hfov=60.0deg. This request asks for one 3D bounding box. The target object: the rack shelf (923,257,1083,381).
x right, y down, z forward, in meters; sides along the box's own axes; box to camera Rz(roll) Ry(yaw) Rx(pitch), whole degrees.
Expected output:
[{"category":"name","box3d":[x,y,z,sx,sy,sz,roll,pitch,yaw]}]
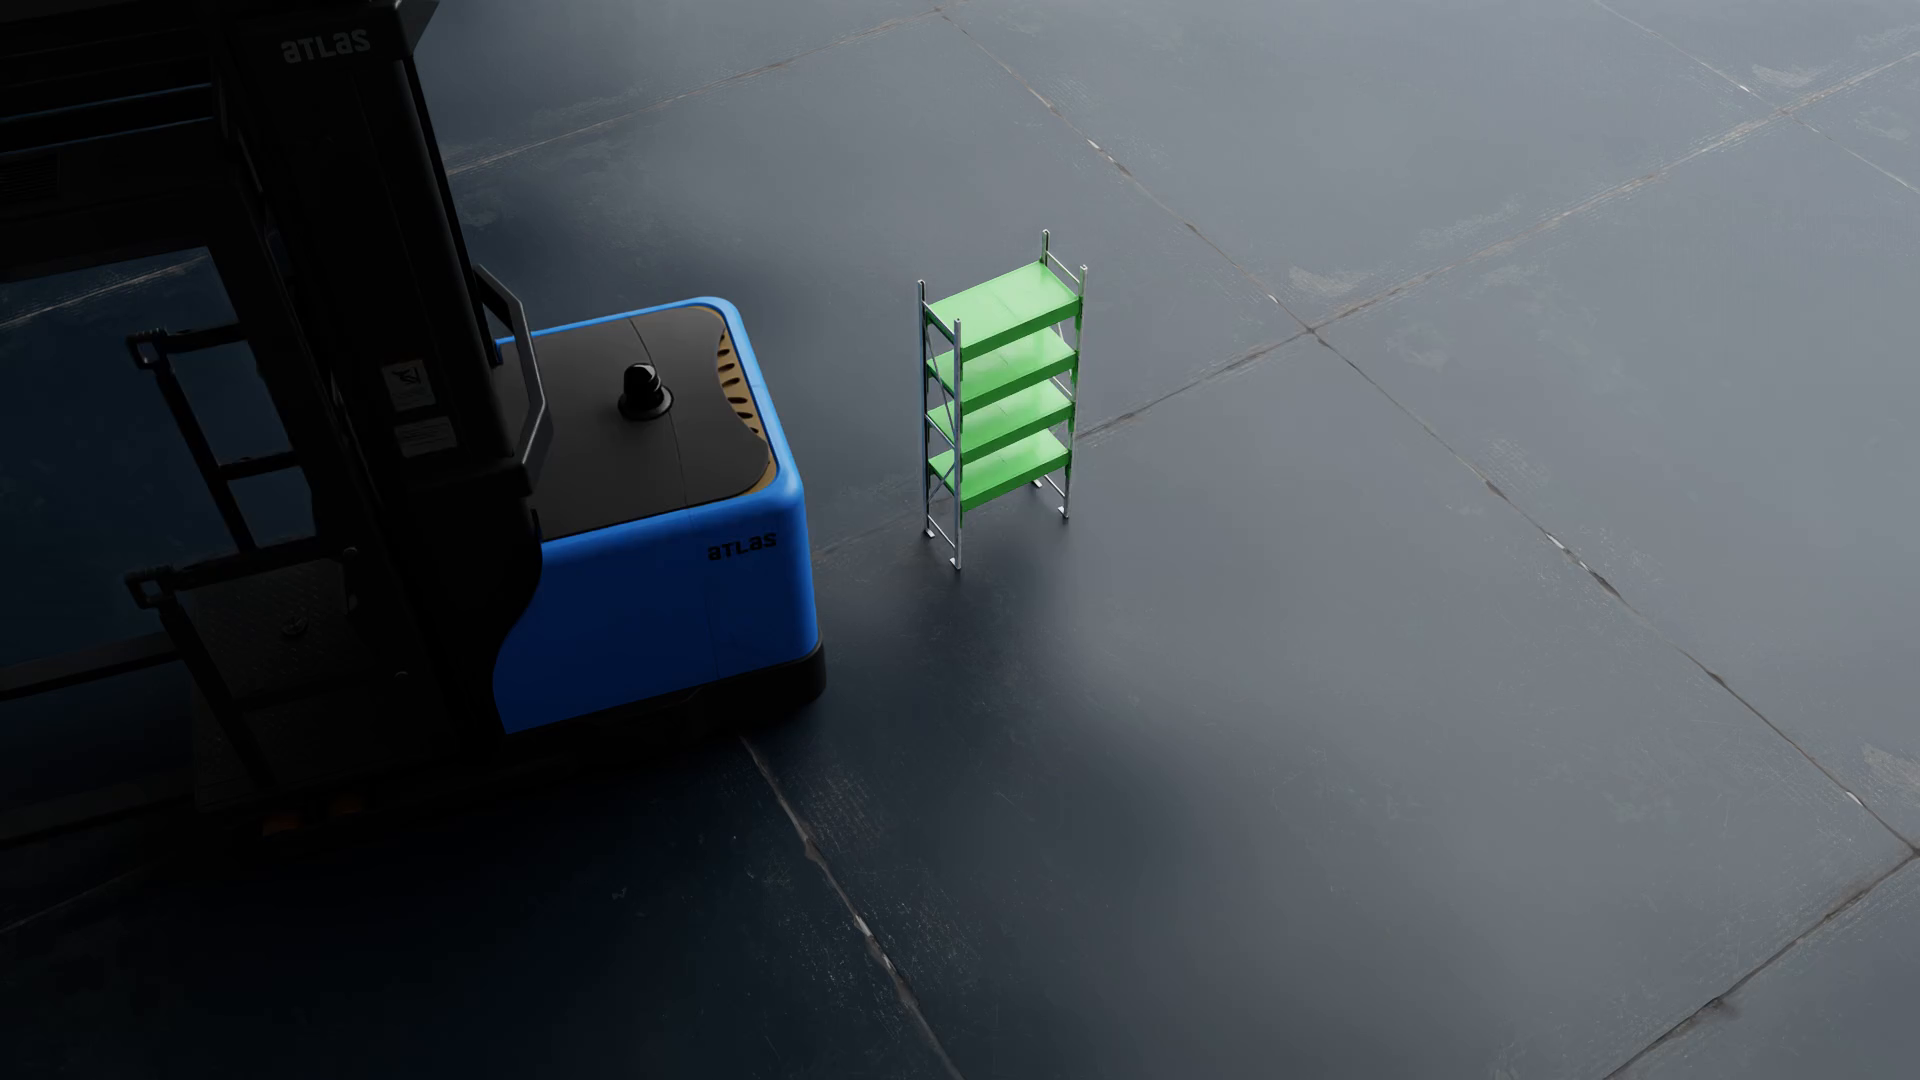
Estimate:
[{"category":"rack shelf","box3d":[0.140,-0.742,5.550,0.480,0.148,0.258,-25,53,-21]}]

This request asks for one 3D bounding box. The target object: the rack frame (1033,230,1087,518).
[{"category":"rack frame","box3d":[0.346,-0.562,5.947,0.015,1.200,0.240,-25,53,-21]}]

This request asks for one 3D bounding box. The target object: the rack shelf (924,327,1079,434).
[{"category":"rack shelf","box3d":[0.140,-0.582,5.729,0.480,0.148,0.258,-25,53,-21]}]

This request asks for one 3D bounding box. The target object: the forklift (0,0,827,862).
[{"category":"forklift","box3d":[-2.033,-0.403,4.647,3.031,2.935,1.130,-14,50,-12]}]

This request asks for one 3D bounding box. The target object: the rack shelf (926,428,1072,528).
[{"category":"rack shelf","box3d":[0.140,-0.263,6.088,0.480,0.148,0.258,-25,53,-21]}]

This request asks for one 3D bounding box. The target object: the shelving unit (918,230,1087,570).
[{"category":"shelving unit","box3d":[0.140,-0.465,5.861,0.503,1.200,0.258,-25,53,-21]}]

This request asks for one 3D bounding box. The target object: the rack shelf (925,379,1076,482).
[{"category":"rack shelf","box3d":[0.140,-0.422,5.908,0.480,0.148,0.258,-25,53,-21]}]

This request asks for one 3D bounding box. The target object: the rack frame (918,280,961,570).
[{"category":"rack frame","box3d":[-0.066,-0.368,5.774,0.015,1.200,0.240,-25,53,-21]}]
